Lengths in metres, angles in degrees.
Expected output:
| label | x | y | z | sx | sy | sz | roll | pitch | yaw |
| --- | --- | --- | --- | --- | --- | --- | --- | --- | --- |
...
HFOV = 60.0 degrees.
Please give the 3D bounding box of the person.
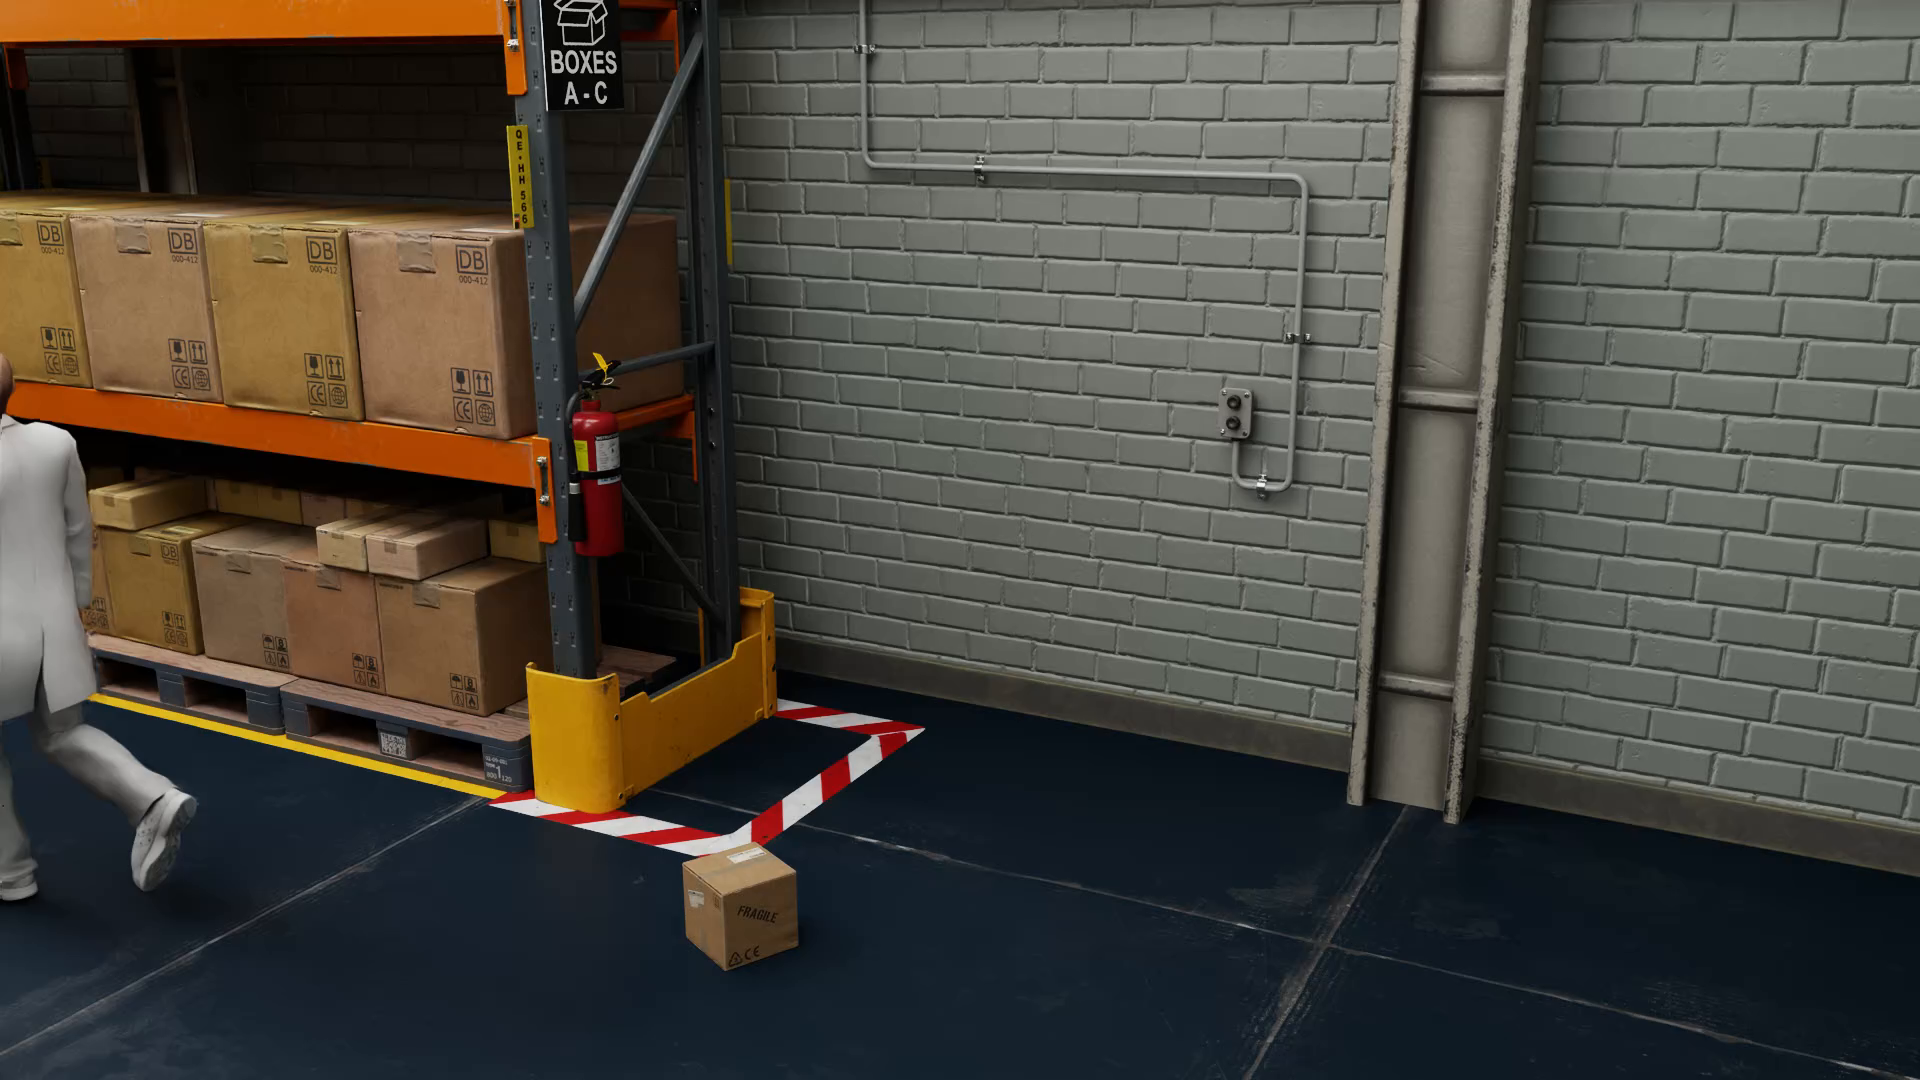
| label | x | y | z | sx | sy | sz | roll | pitch | yaw |
| --- | --- | --- | --- | --- | --- | --- | --- | --- | --- |
| person | -2.829 | 0.276 | 5.048 | 0.893 | 1.746 | 0.629 | 6 | 17 | 22 |
